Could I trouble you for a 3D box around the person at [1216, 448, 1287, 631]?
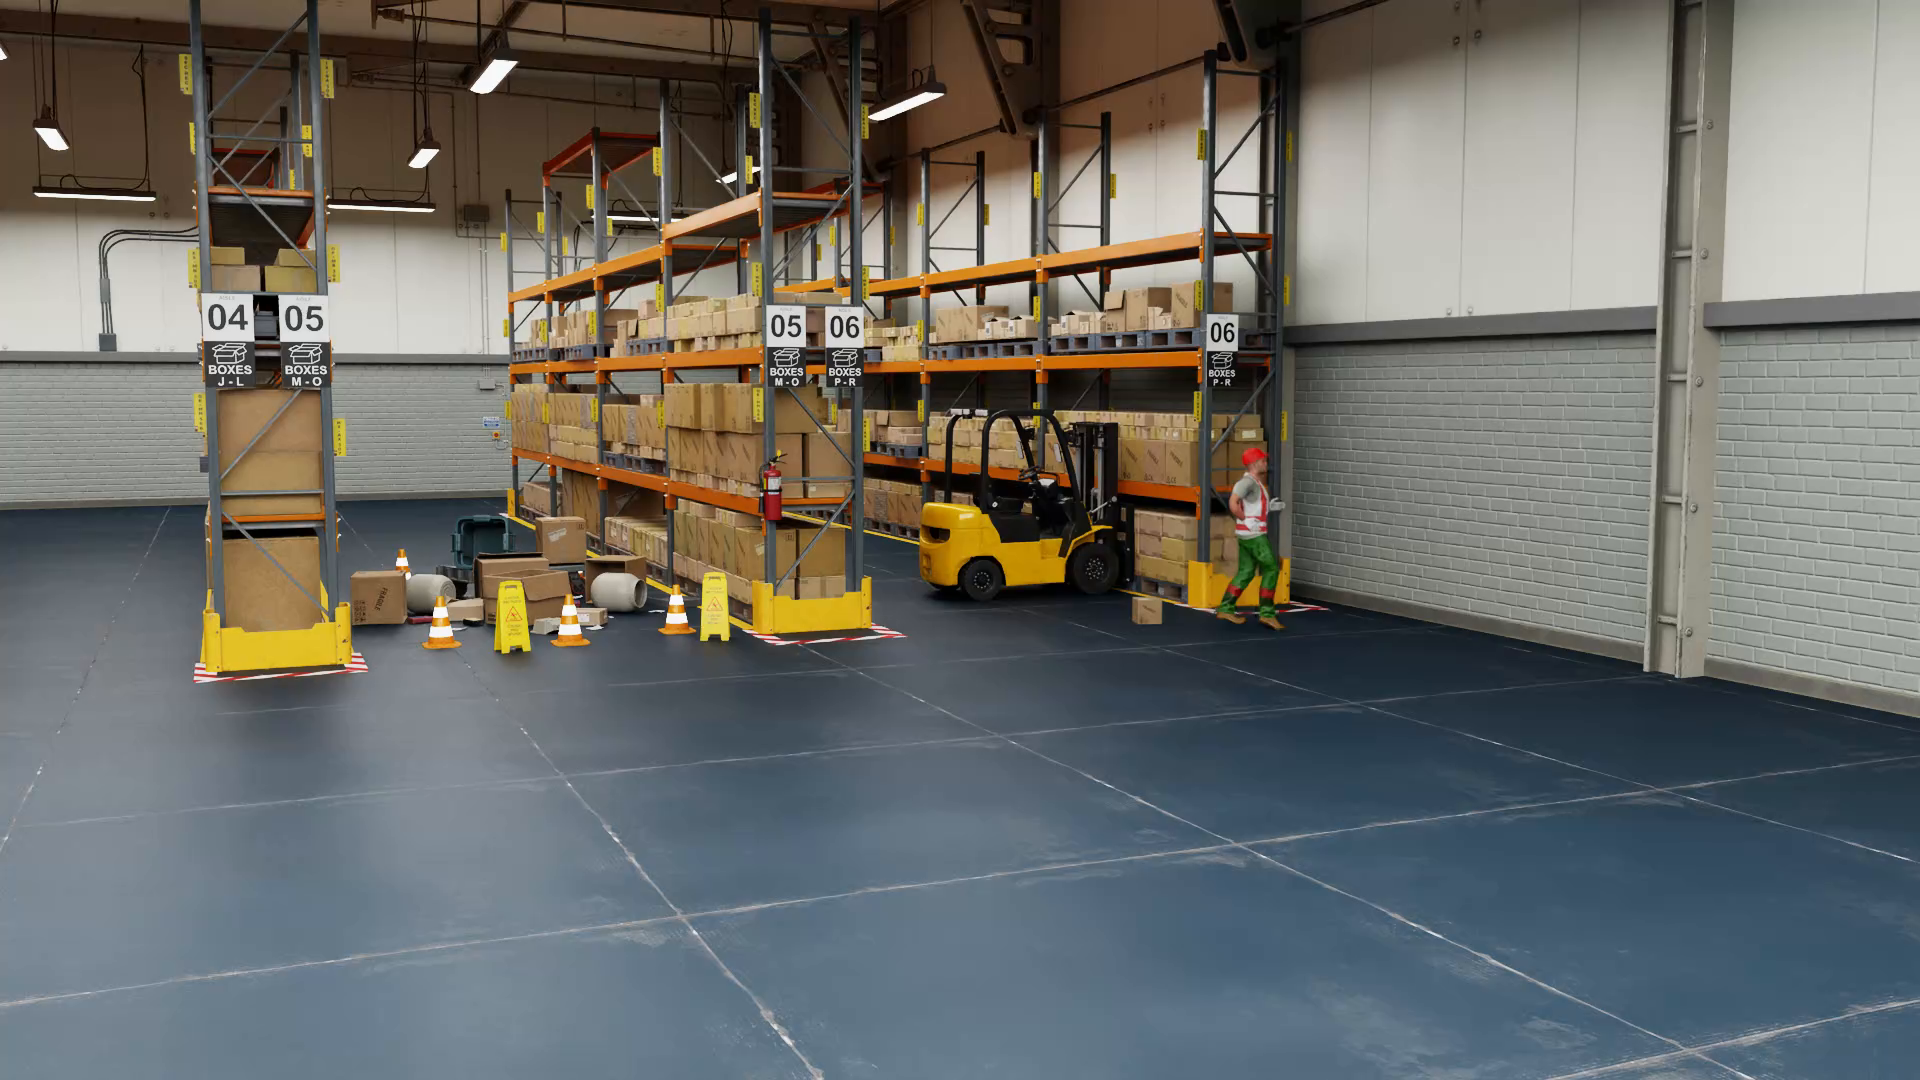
[{"bbox_3d":[2.924,-0.010,16.629,0.699,1.830,0.655,0,5,5],"label":"person"}]
